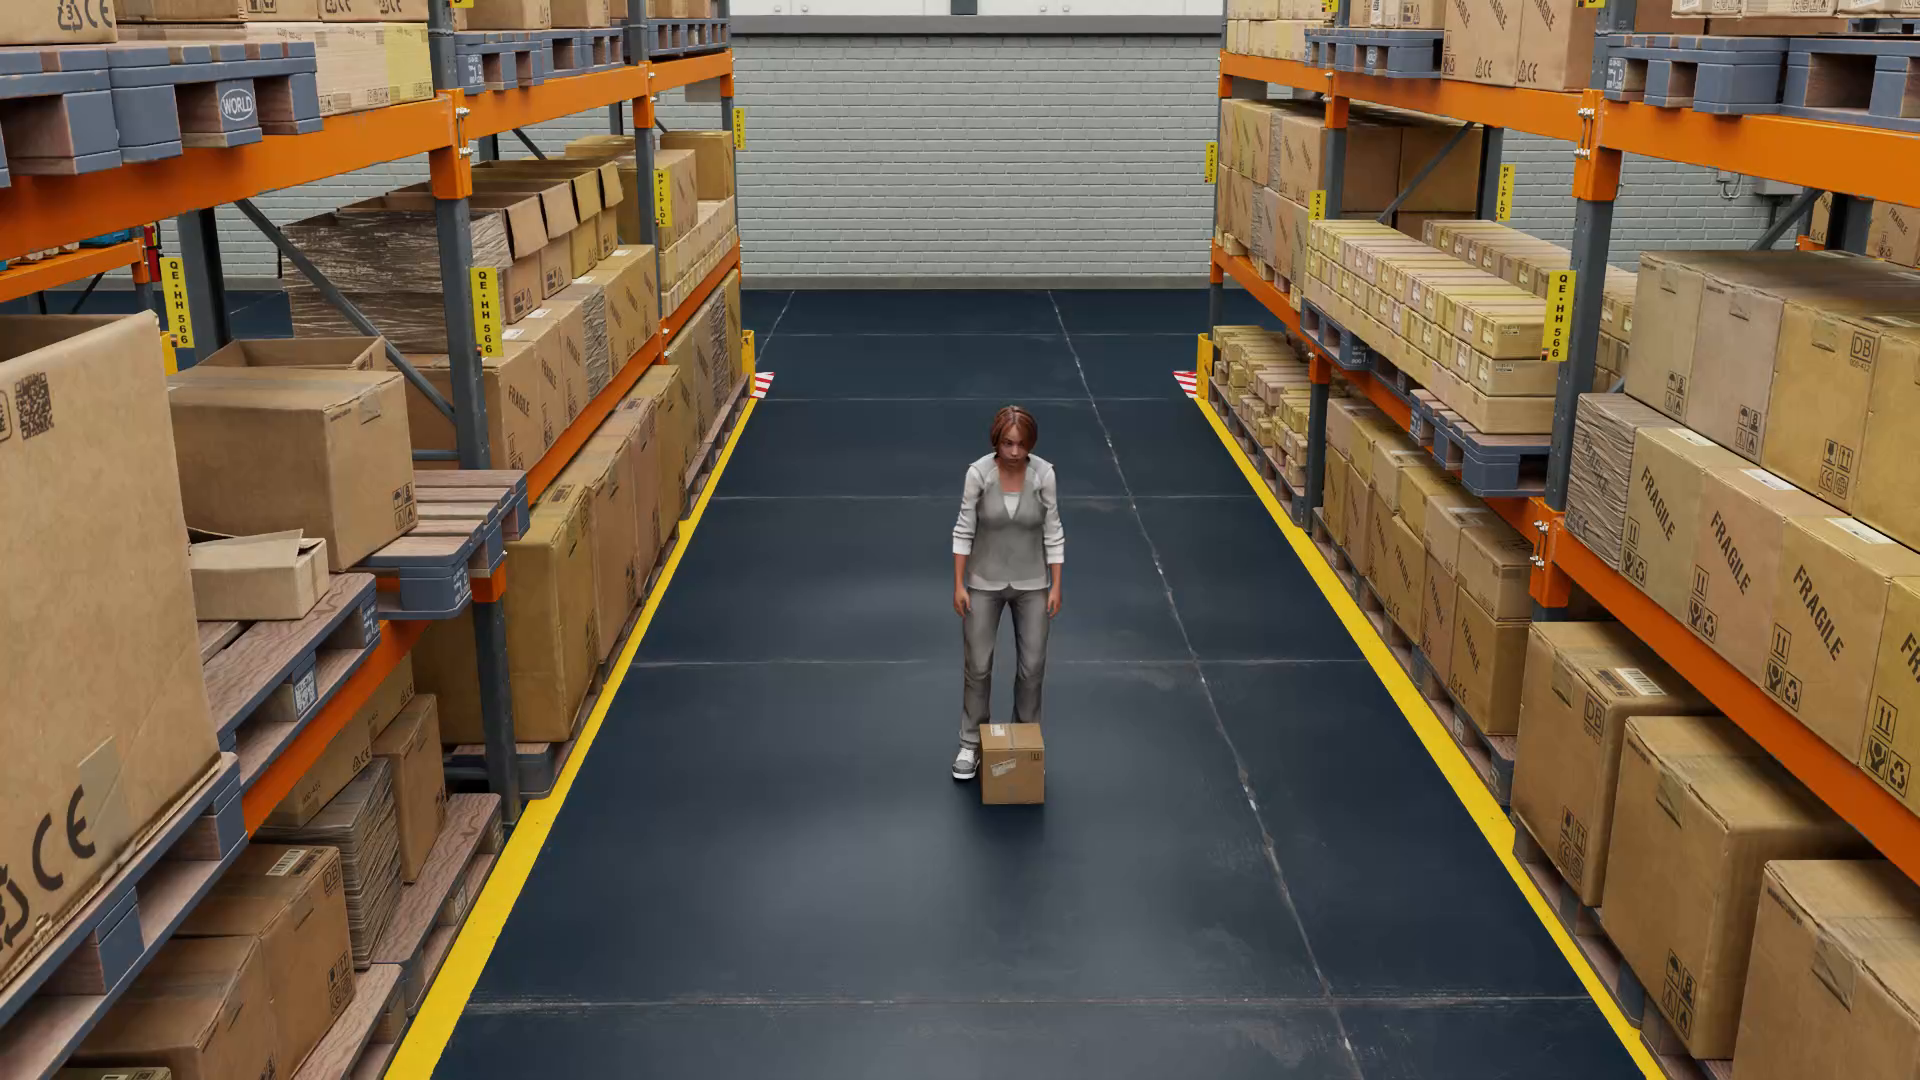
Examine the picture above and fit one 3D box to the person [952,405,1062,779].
[{"bbox_3d":[0.193,0.221,6.891,0.457,1.575,0.348,0,17,-1],"label":"person"}]
